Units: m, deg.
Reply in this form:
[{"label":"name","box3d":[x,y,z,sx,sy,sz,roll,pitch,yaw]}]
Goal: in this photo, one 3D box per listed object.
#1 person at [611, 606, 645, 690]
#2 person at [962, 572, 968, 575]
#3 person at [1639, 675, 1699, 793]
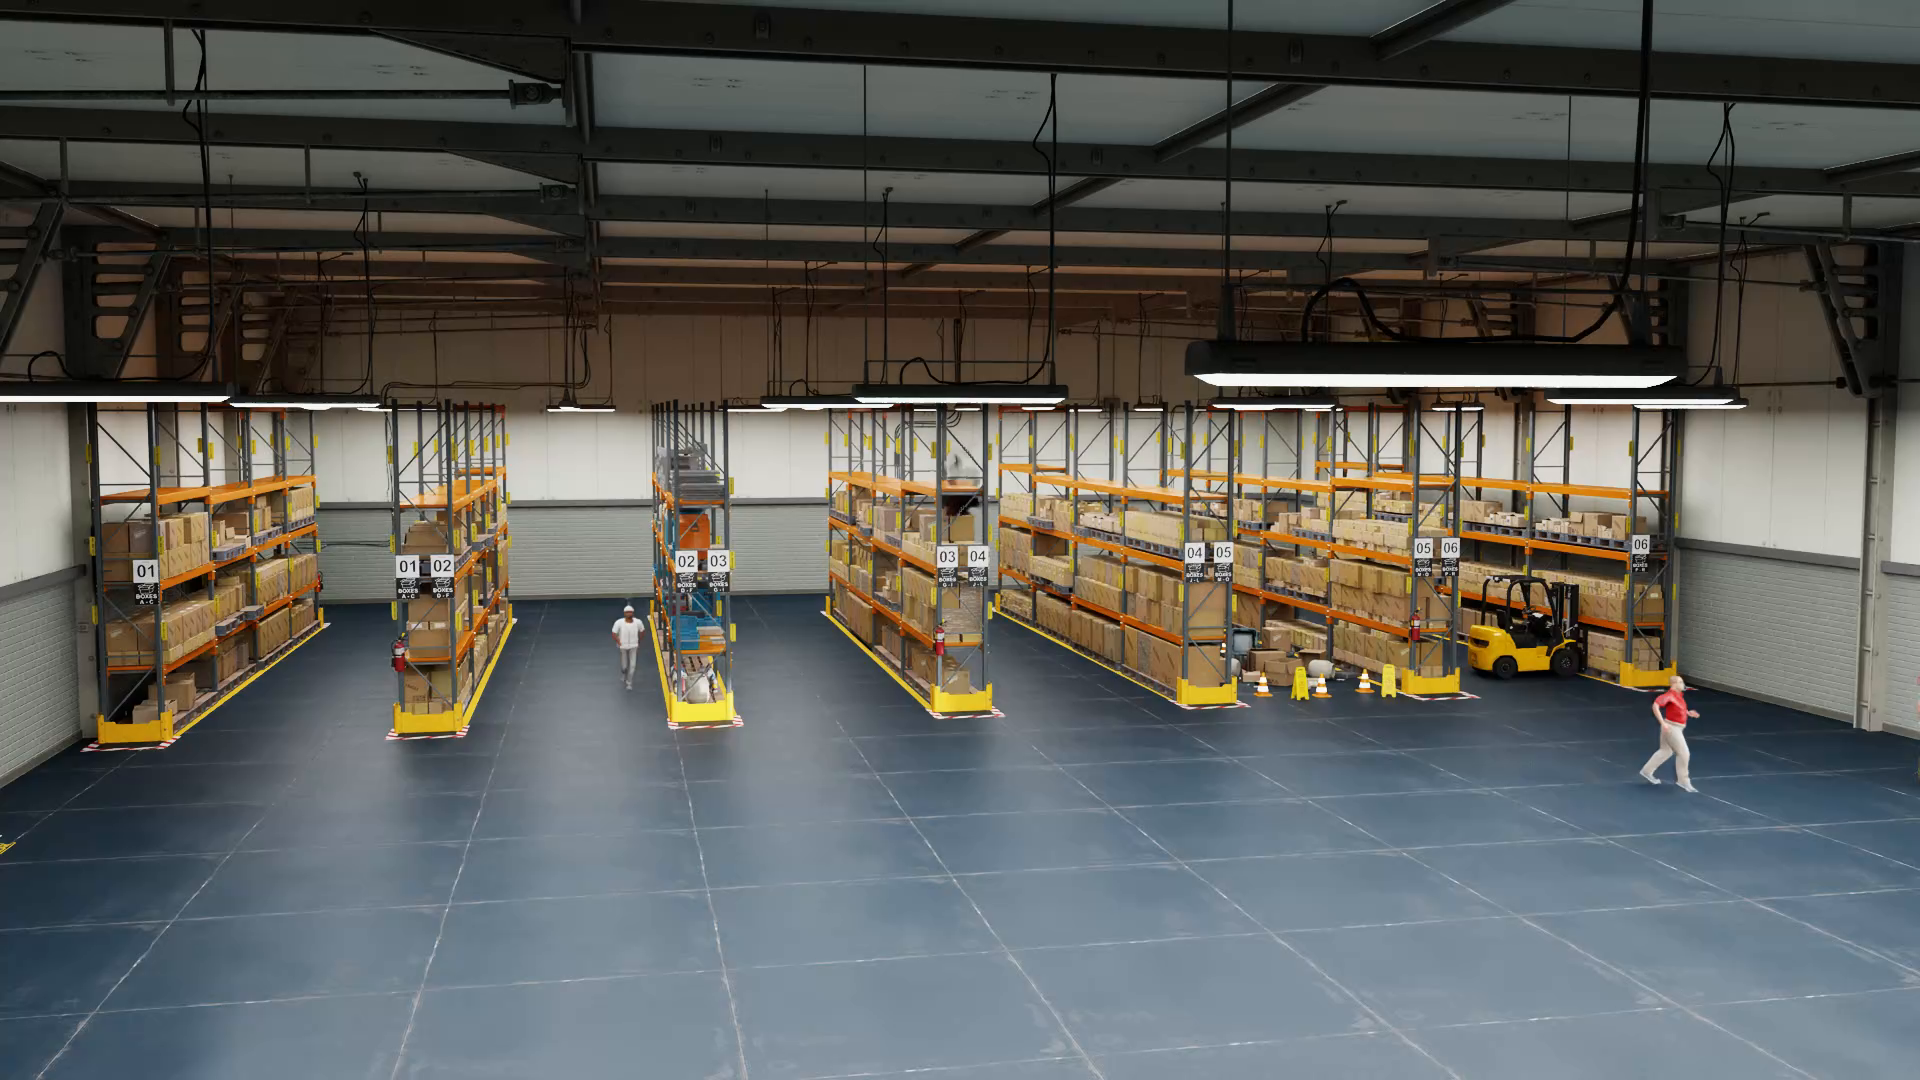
[{"label":"person","box3d":[-6.916,2.234,34.729,0.697,1.743,0.768,-1,5,-17]},{"label":"person","box3d":[0.184,1.327,46.656,0.644,1.739,0.691,-1,4,-8]},{"label":"person","box3d":[10.882,2.947,25.474,0.851,1.773,0.650,2,5,26]}]
